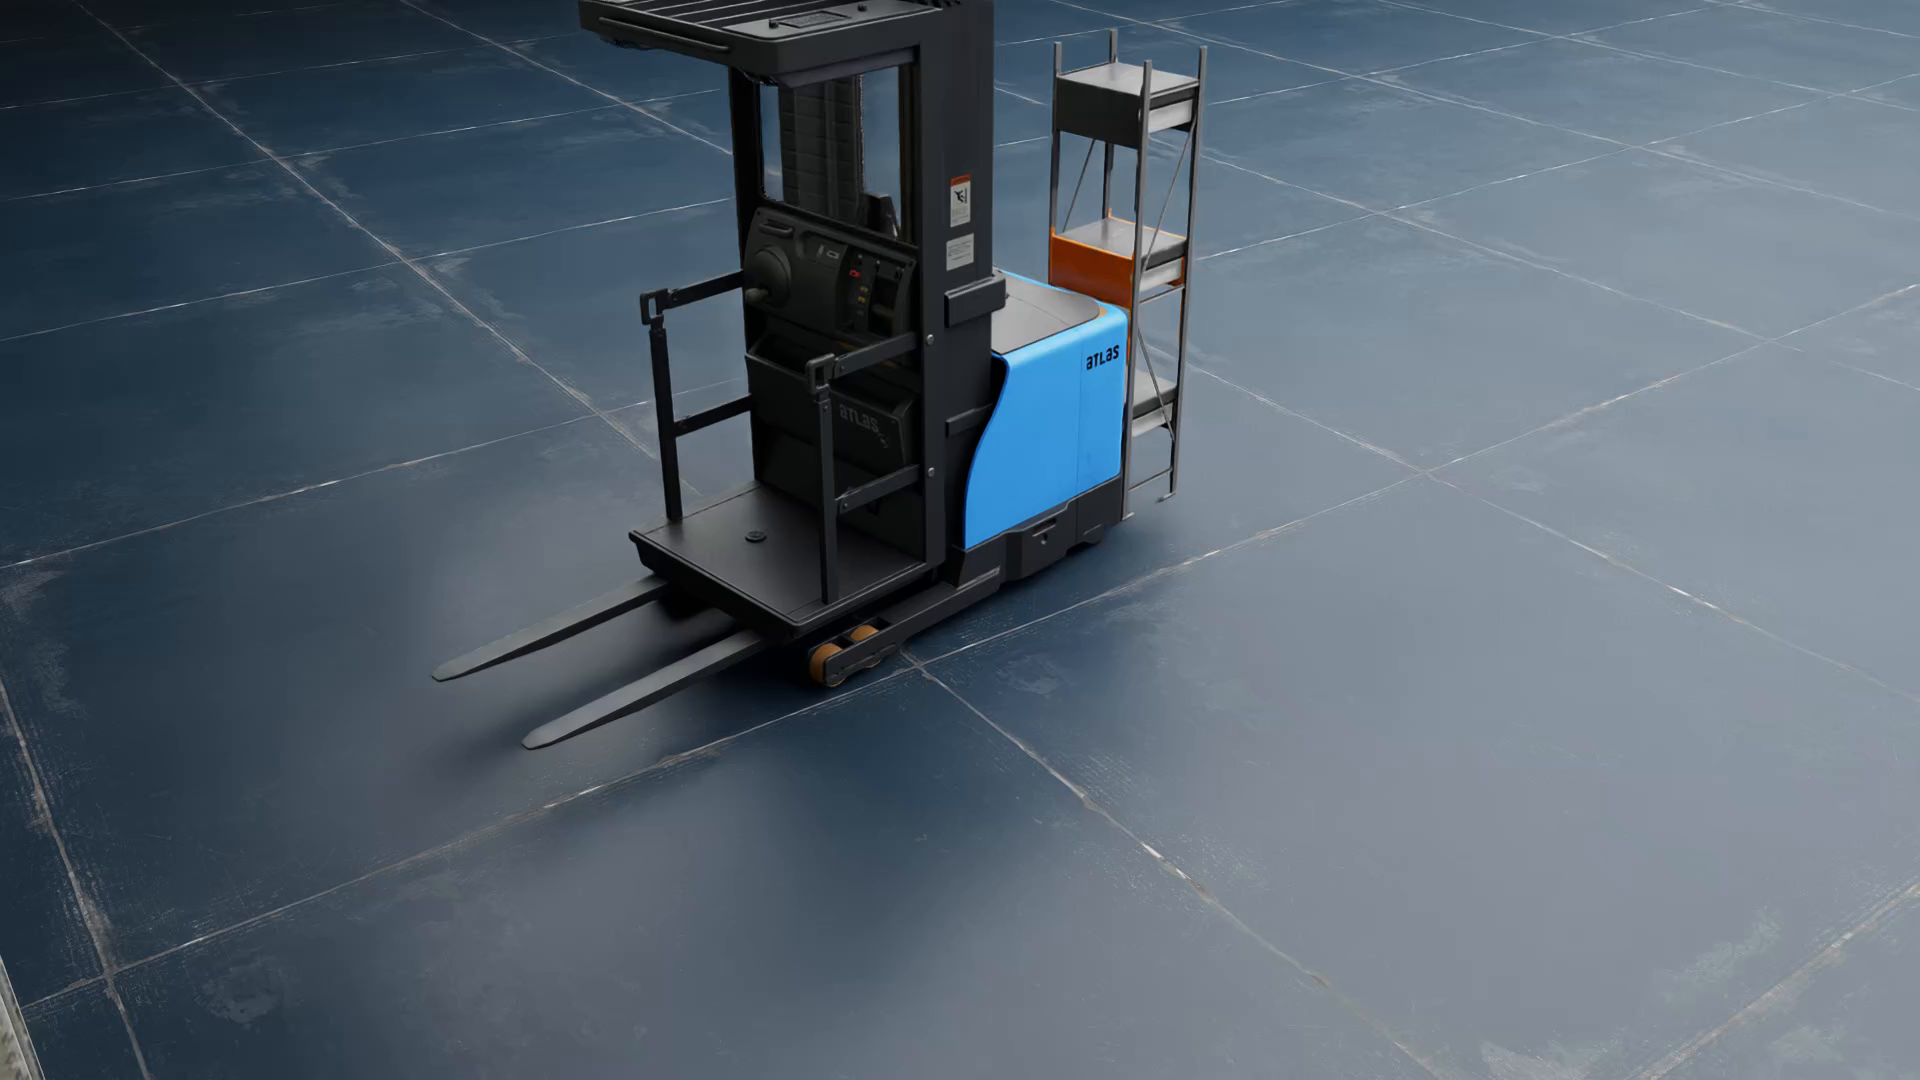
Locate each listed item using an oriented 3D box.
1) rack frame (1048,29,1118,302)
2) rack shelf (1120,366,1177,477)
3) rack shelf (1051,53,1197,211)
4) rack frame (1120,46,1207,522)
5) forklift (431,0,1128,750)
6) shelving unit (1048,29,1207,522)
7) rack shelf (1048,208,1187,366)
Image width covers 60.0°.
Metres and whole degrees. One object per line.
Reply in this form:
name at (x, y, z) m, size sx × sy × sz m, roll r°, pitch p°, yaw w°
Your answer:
rack frame at (0.542, -1.241, 7.637) m, size 0.015 × 2.100 × 0.400 m, roll 25°, pitch 37°, yaw 38°
rack shelf at (0.715, -0.532, 7.826) m, size 0.480 × 0.518 × 0.431 m, roll 25°, pitch 37°, yaw 38°
rack shelf at (0.715, -1.762, 7.158) m, size 0.480 × 0.518 × 0.431 m, roll 25°, pitch 37°, yaw 38°
rack frame at (0.888, -1.077, 7.335) m, size 0.015 × 2.100 × 0.400 m, roll 25°, pitch 37°, yaw 38°
forklift at (-0.661, -0.992, 6.307) m, size 1.130 × 2.935 × 3.031 m, roll 25°, pitch 37°, yaw 38°
shelving unit at (0.715, -1.159, 7.486) m, size 0.503 × 2.100 × 0.431 m, roll 25°, pitch 37°, yaw 38°
rack shelf at (0.715, -1.147, 7.492) m, size 0.480 × 0.518 × 0.431 m, roll 25°, pitch 37°, yaw 38°
